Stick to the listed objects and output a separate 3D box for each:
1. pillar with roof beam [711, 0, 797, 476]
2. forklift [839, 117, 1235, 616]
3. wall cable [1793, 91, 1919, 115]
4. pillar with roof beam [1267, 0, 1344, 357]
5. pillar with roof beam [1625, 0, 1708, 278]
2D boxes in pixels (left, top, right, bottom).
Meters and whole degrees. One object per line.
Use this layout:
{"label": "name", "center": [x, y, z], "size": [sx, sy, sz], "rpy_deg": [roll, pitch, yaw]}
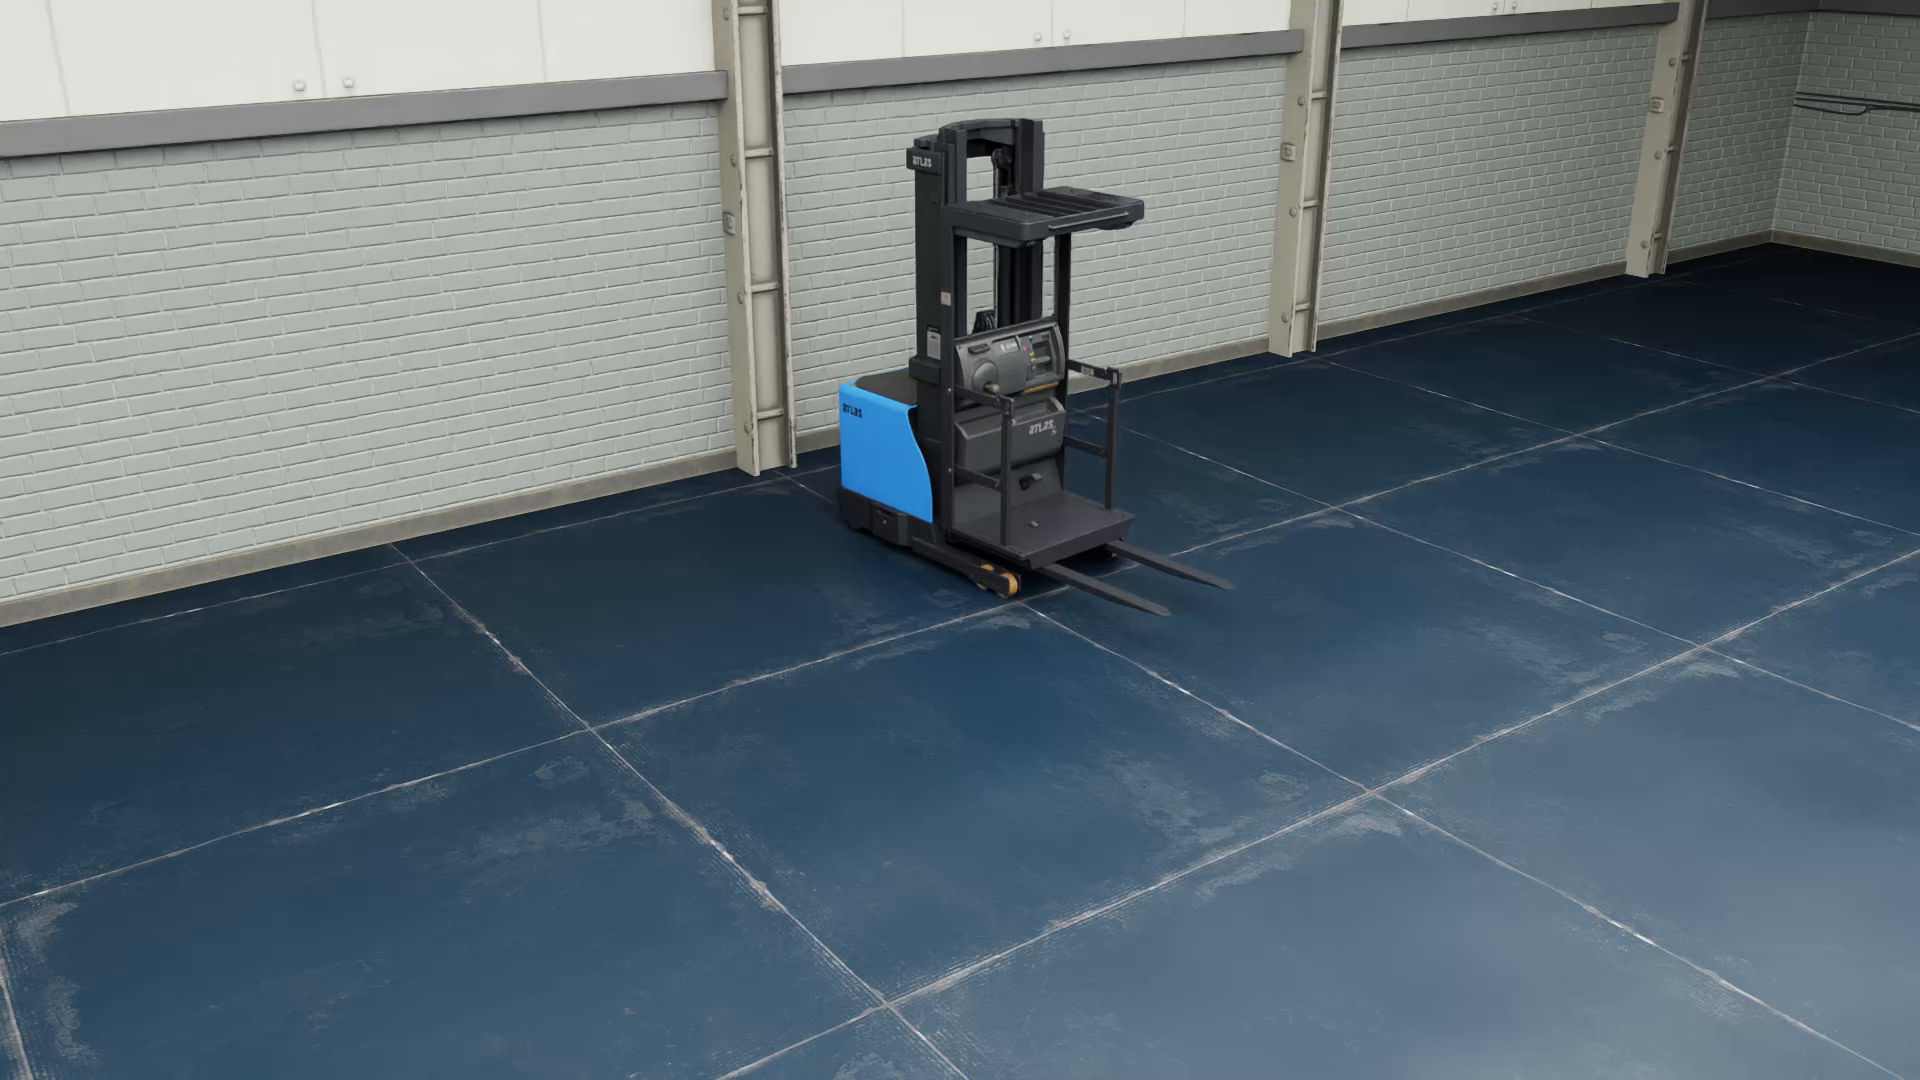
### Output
{"label": "pillar with roof beam", "center": [0.955, -3.478, 8.471], "size": [0.400, 9.000, 9.100], "rpy_deg": [-15, 26, -33]}
{"label": "forklift", "center": [0.484, -1.192, 10.929], "size": [1.130, 2.935, 3.031], "rpy_deg": [-19, 28, -39]}
{"label": "wall cable", "center": [11.346, -6.168, 19.403], "size": [0.112, 2.526, 3.097], "rpy_deg": [-15, 26, -33]}
{"label": "pillar with roof beam", "center": [5.826, -4.777, 11.726], "size": [0.400, 9.000, 9.100], "rpy_deg": [-15, 26, -33]}
{"label": "pillar with roof beam", "center": [10.696, -6.076, 14.980], "size": [0.400, 9.000, 9.100], "rpy_deg": [-15, 26, -33]}
